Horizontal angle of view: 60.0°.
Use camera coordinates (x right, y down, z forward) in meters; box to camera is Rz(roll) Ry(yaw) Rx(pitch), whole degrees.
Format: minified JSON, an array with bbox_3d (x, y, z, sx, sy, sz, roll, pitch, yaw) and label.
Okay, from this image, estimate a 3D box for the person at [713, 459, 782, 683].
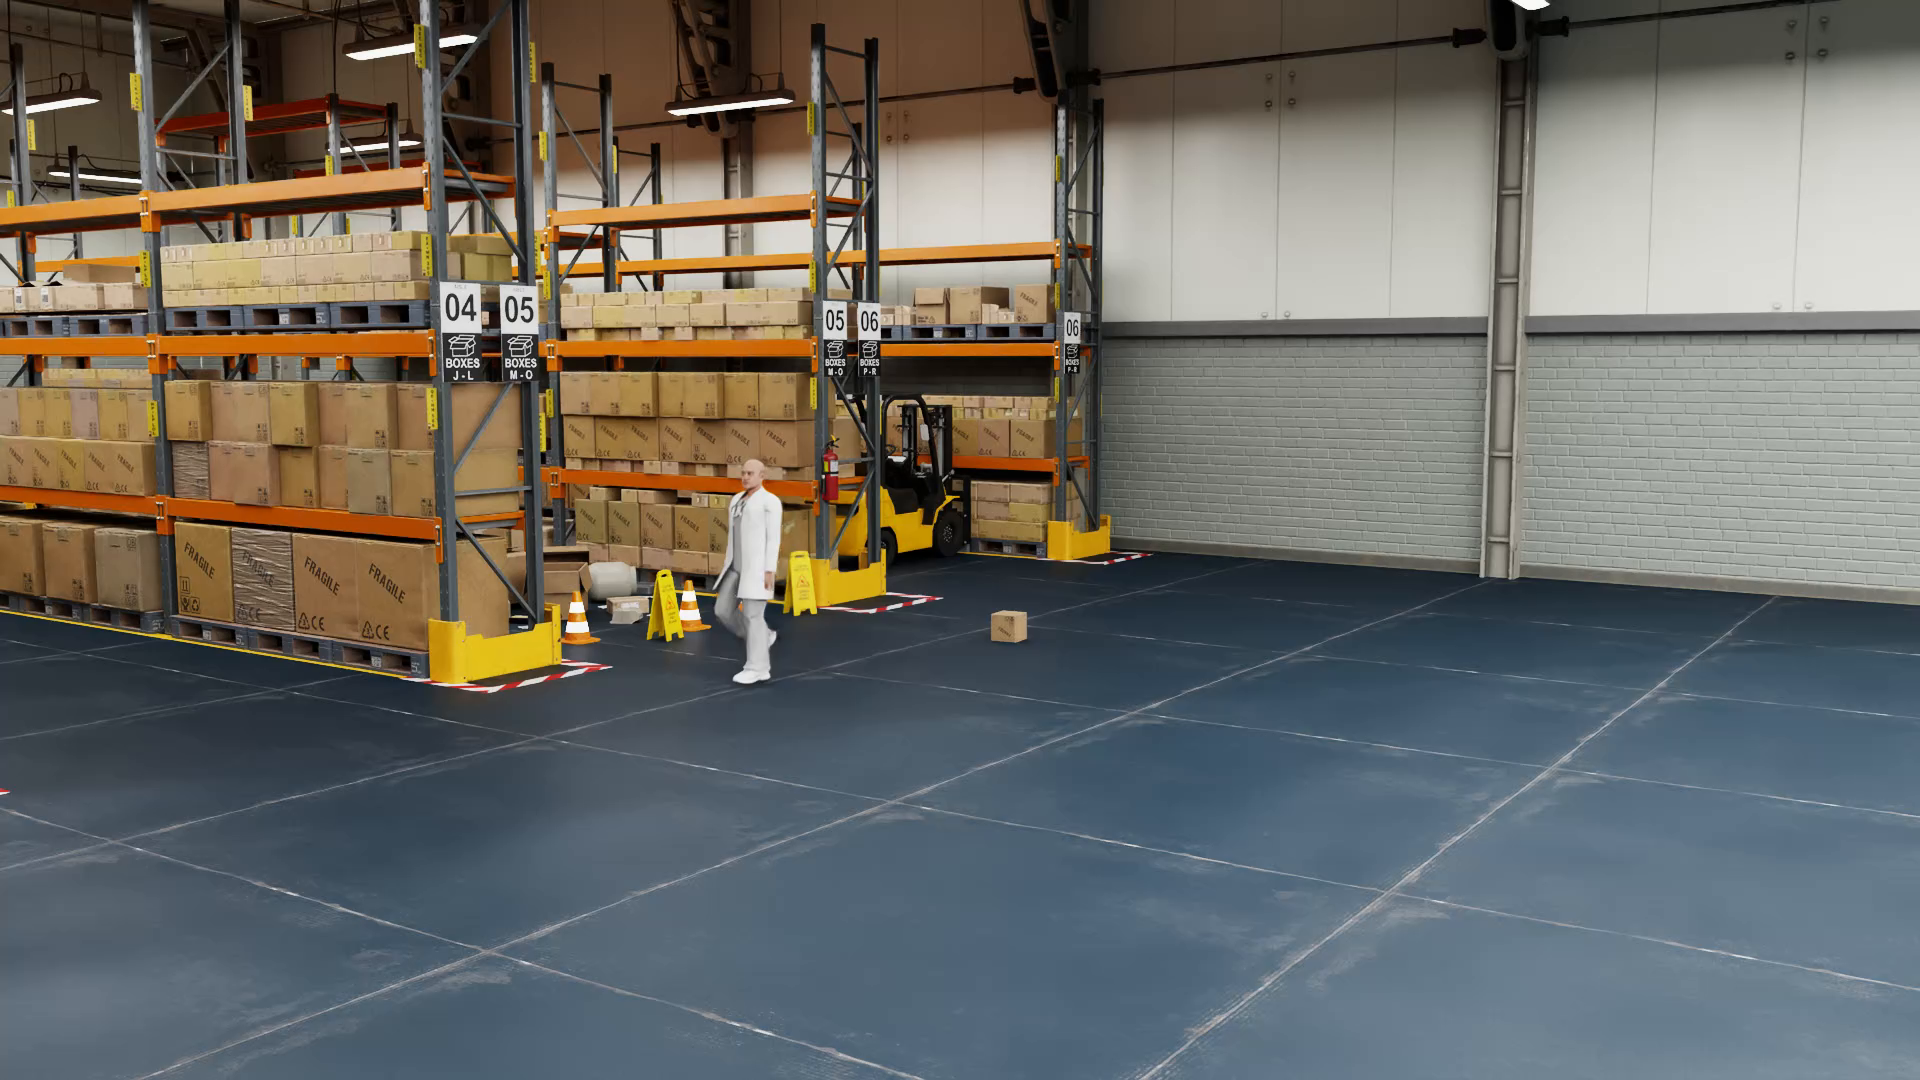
[{"bbox_3d":[-1.663,0.238,13.330,0.595,1.772,0.578,5,8,39],"label":"person"}]
